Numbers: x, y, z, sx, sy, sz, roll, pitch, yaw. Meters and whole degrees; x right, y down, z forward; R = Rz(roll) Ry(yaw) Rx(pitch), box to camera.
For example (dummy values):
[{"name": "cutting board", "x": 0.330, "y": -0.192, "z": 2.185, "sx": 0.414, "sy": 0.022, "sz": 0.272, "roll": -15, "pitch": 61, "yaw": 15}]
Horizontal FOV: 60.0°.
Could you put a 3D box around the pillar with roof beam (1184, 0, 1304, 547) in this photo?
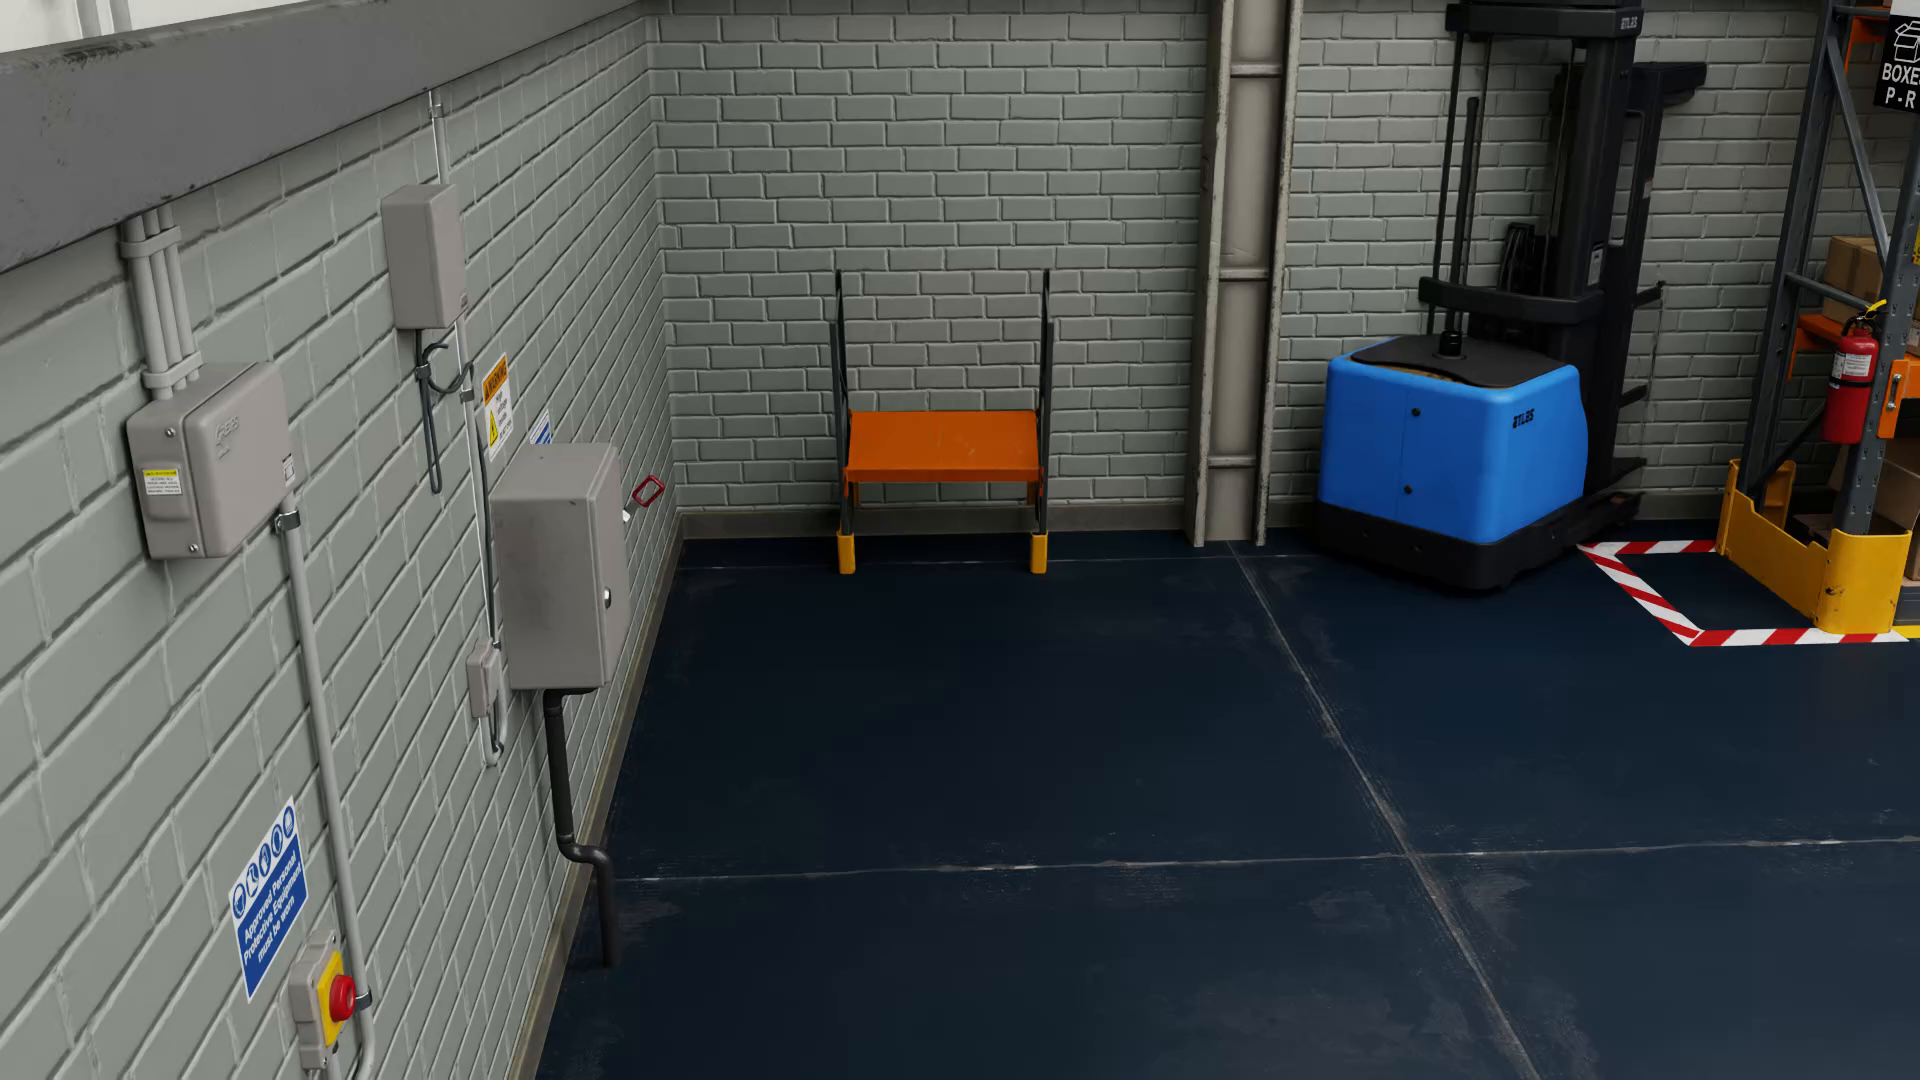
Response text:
[{"name": "pillar with roof beam", "x": 1.701, "y": -2.698, "z": 3.561, "sx": 0.400, "sy": 9.000, "sz": 9.100, "roll": -1, "pitch": 21, "yaw": -3}]

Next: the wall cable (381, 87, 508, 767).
[{"name": "wall cable", "x": -1.235, "y": -0.251, "z": 4.136, "sx": 0.122, "sy": 1.984, "sz": 0.588, "roll": -1, "pitch": 21, "yaw": -3}]

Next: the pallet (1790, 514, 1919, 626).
[{"name": "pallet", "x": 5.071, "y": 0.127, "z": 8.492, "sx": 1.213, "sy": 0.211, "sz": 1.003, "roll": -1, "pitch": 21, "yaw": -3}]

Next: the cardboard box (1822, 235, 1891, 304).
[{"name": "cardboard box", "x": 4.643, "y": -1.331, "z": 8.194, "sx": 0.500, "sy": 0.250, "sz": 0.500, "roll": -1, "pitch": 21, "yaw": -1}]

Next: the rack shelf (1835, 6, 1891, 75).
[{"name": "rack shelf", "x": 6.196, "y": -2.265, "z": 7.649, "sx": 4.000, "sy": 0.370, "sz": 1.077, "roll": -1, "pitch": 21, "yaw": -3}]

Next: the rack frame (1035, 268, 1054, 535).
[{"name": "rack frame", "x": 0.424, "y": -0.591, "z": 8.403, "sx": 0.032, "sy": 1.500, "sz": 0.500, "roll": 0, "pitch": 40, "yaw": 0}]

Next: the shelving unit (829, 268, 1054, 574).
[{"name": "shelving unit", "x": -0.093, "y": -0.589, "z": 8.403, "sx": 1.083, "sy": 1.500, "sz": 0.587, "roll": 0, "pitch": 40, "yaw": 0}]

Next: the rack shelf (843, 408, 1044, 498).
[{"name": "rack shelf", "x": -0.084, "y": -0.451, "z": 8.518, "sx": 1.000, "sy": 0.185, "sz": 0.538, "roll": 0, "pitch": 40, "yaw": 0}]

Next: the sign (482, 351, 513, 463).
[{"name": "sign", "x": -1.320, "y": -0.384, "z": 4.753, "sx": 0.001, "sy": 0.242, "sz": 0.339, "roll": -1, "pitch": 21, "yaw": -3}]

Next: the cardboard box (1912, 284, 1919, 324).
[{"name": "cardboard box", "x": 4.667, "y": -1.141, "z": 7.695, "sx": 0.500, "sy": 0.250, "sz": 0.500, "roll": -1, "pitch": 21, "yaw": -3}]

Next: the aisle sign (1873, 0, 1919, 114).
[{"name": "aisle sign", "x": 4.147, "y": -2.268, "z": 7.208, "sx": 0.004, "sy": 0.787, "sz": 0.394, "roll": -1, "pitch": 21, "yaw": -3}]

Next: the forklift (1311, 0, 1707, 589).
[{"name": "forklift", "x": 3.266, "y": -1.557, "z": 9.092, "sx": 1.130, "sy": 2.935, "sz": 3.031, "roll": 19, "pitch": 28, "yaw": 40}]

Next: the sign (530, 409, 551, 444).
[{"name": "sign", "x": -1.352, "y": -0.149, "z": 5.429, "sx": 0.001, "sy": 0.494, "sz": 0.329, "roll": -1, "pitch": 21, "yaw": -3}]

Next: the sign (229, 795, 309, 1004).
[{"name": "sign", "x": -1.201, "y": 0.620, "z": 2.898, "sx": 0.001, "sy": 0.218, "sz": 0.327, "roll": -1, "pitch": 21, "yaw": -3}]

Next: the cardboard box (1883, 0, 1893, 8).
[{"name": "cardboard box", "x": 4.505, "y": -2.532, "z": 7.692, "sx": 0.250, "sy": 0.149, "sz": 0.380, "roll": -1, "pitch": 21, "yaw": -2}]

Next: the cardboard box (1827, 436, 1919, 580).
[{"name": "cardboard box", "x": 4.815, "y": -0.167, "z": 8.262, "sx": 0.637, "sy": 0.503, "sz": 0.797, "roll": -2, "pitch": 21, "yaw": -5}]

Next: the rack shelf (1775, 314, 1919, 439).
[{"name": "rack shelf", "x": 6.196, "y": -0.863, "z": 8.183, "sx": 4.000, "sy": 0.370, "sz": 1.077, "roll": -1, "pitch": 21, "yaw": -3}]

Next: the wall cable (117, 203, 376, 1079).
[{"name": "wall cable", "x": -1.142, "y": 0.238, "z": 2.808, "sx": 0.123, "sy": 1.953, "sz": 0.585, "roll": -1, "pitch": 21, "yaw": -3}]

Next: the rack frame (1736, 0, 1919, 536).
[{"name": "rack frame", "x": 4.199, "y": -1.159, "z": 7.948, "sx": 0.127, "sy": 3.000, "sz": 1.000, "roll": -1, "pitch": 21, "yaw": -3}]

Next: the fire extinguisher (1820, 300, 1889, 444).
[{"name": "fire extinguisher", "x": 4.078, "y": -0.781, "z": 7.589, "sx": 0.183, "sy": 0.674, "sz": 0.296, "roll": -1, "pitch": 21, "yaw": -3}]

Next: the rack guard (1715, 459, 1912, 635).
[{"name": "rack guard", "x": 4.275, "y": 0.008, "z": 8.397, "sx": 0.348, "sy": 0.500, "sz": 1.175, "roll": -1, "pitch": 21, "yaw": -3}]

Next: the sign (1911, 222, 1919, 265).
[{"name": "sign", "x": 4.230, "y": -1.370, "z": 7.288, "sx": 0.005, "sy": 0.325, "sz": 0.100, "roll": -1, "pitch": 21, "yaw": -3}]

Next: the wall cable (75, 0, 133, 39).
[{"name": "wall cable", "x": -1.177, "y": -1.983, "z": 1.683, "sx": 0.029, "sy": 3.000, "sz": 0.463, "roll": -1, "pitch": 21, "yaw": -3}]

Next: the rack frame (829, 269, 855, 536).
[{"name": "rack frame", "x": -0.593, "y": -0.588, "z": 8.403, "sx": 0.032, "sy": 1.500, "sz": 0.500, "roll": 0, "pitch": 40, "yaw": 0}]

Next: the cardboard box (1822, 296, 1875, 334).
[{"name": "cardboard box", "x": 4.514, "y": -1.143, "z": 8.261, "sx": 0.250, "sy": 0.149, "sz": 0.380, "roll": -1, "pitch": 21, "yaw": -4}]

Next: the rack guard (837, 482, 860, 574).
[{"name": "rack guard", "x": -0.590, "y": -0.106, "z": 8.802, "sx": 0.087, "sy": 0.250, "sz": 0.587, "roll": 0, "pitch": 40, "yaw": 0}]

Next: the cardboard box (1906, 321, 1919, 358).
[{"name": "cardboard box", "x": 4.543, "y": -0.950, "z": 7.754, "sx": 0.250, "sy": 0.149, "sz": 0.380, "roll": -1, "pitch": 21, "yaw": -3}]

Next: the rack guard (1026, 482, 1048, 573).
[{"name": "rack guard", "x": 0.406, "y": -0.109, "z": 8.802, "sx": 0.087, "sy": 0.250, "sz": 0.587, "roll": 0, "pitch": 40, "yaw": 0}]

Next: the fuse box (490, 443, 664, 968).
[{"name": "fuse box", "x": -1.117, "y": 0.580, "z": 5.192, "sx": 0.414, "sy": 1.711, "sz": 0.539, "roll": -1, "pitch": 21, "yaw": -3}]
